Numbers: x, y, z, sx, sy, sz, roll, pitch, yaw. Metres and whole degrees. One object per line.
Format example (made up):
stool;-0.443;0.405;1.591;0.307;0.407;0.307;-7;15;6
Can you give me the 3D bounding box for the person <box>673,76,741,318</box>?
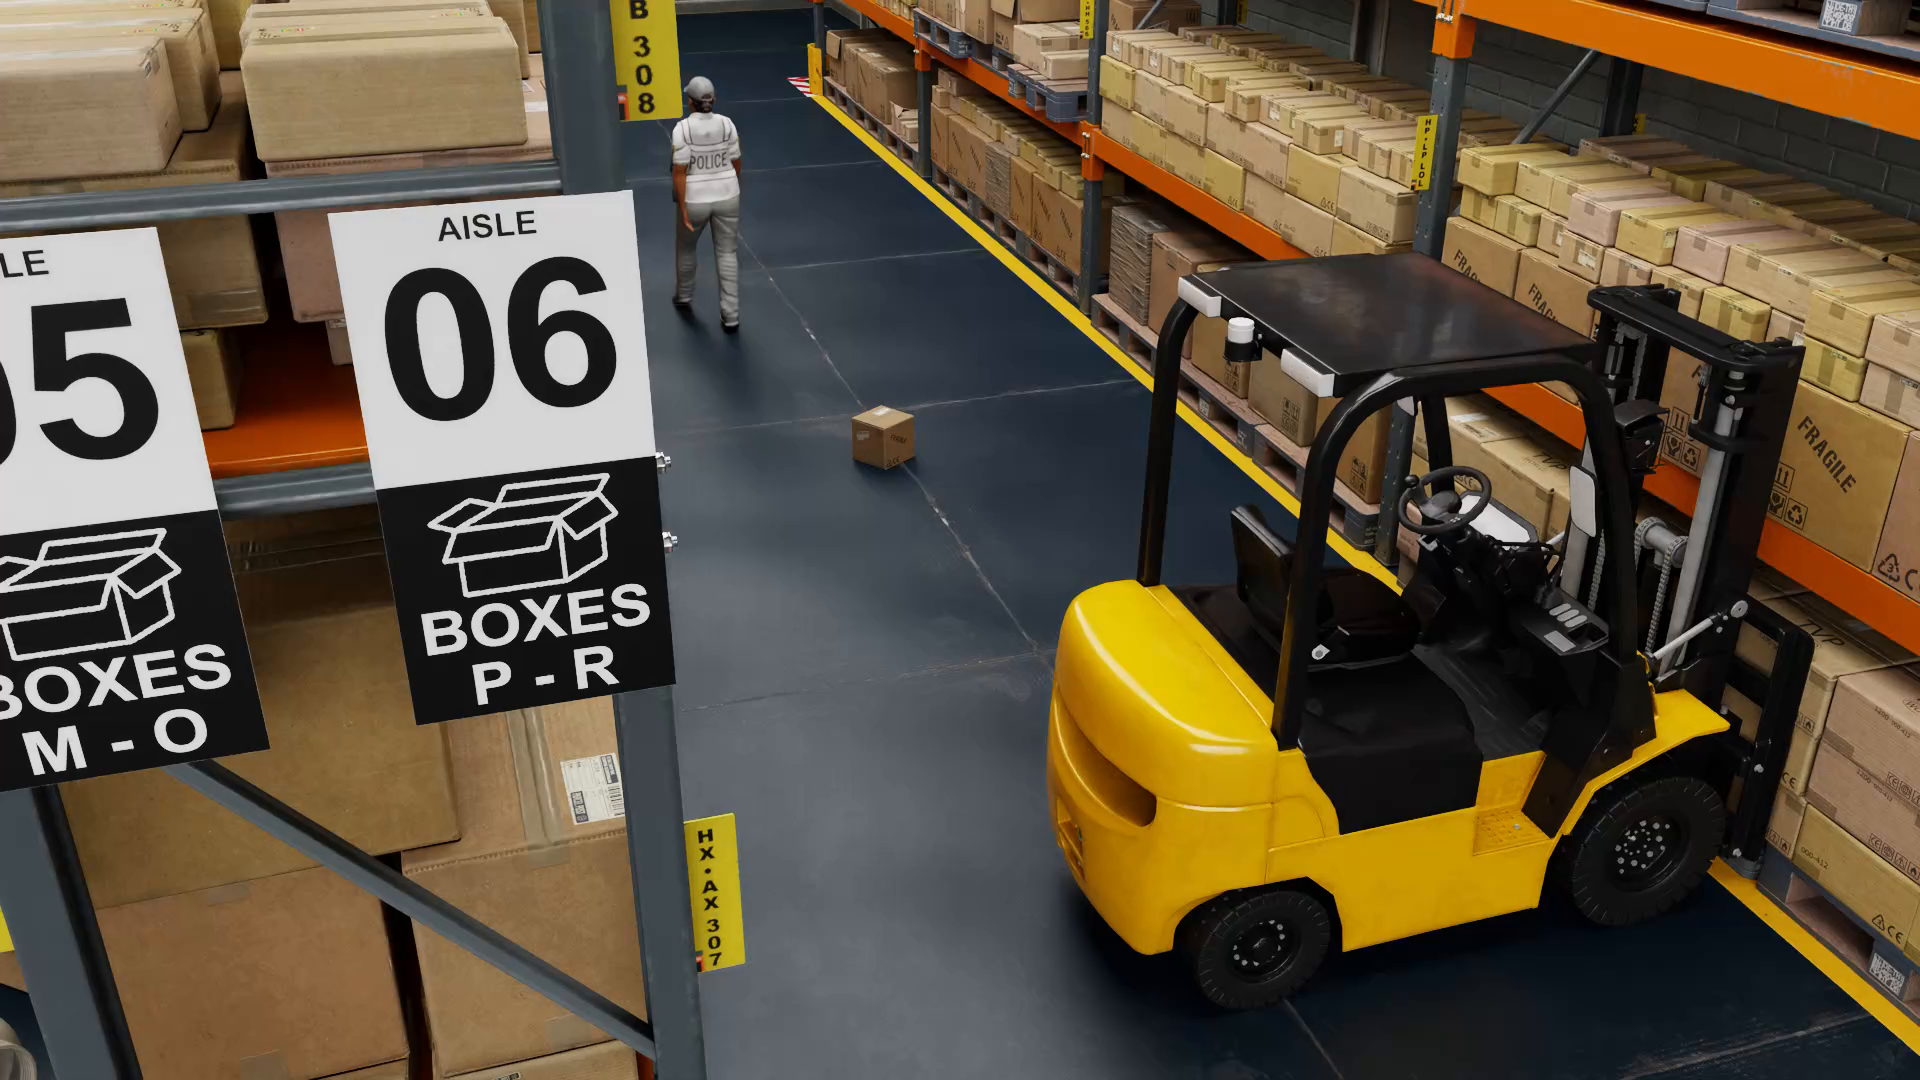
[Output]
person;-1.701;-2.332;11.178;0.490;1.555;0.729;-9;28;-18
